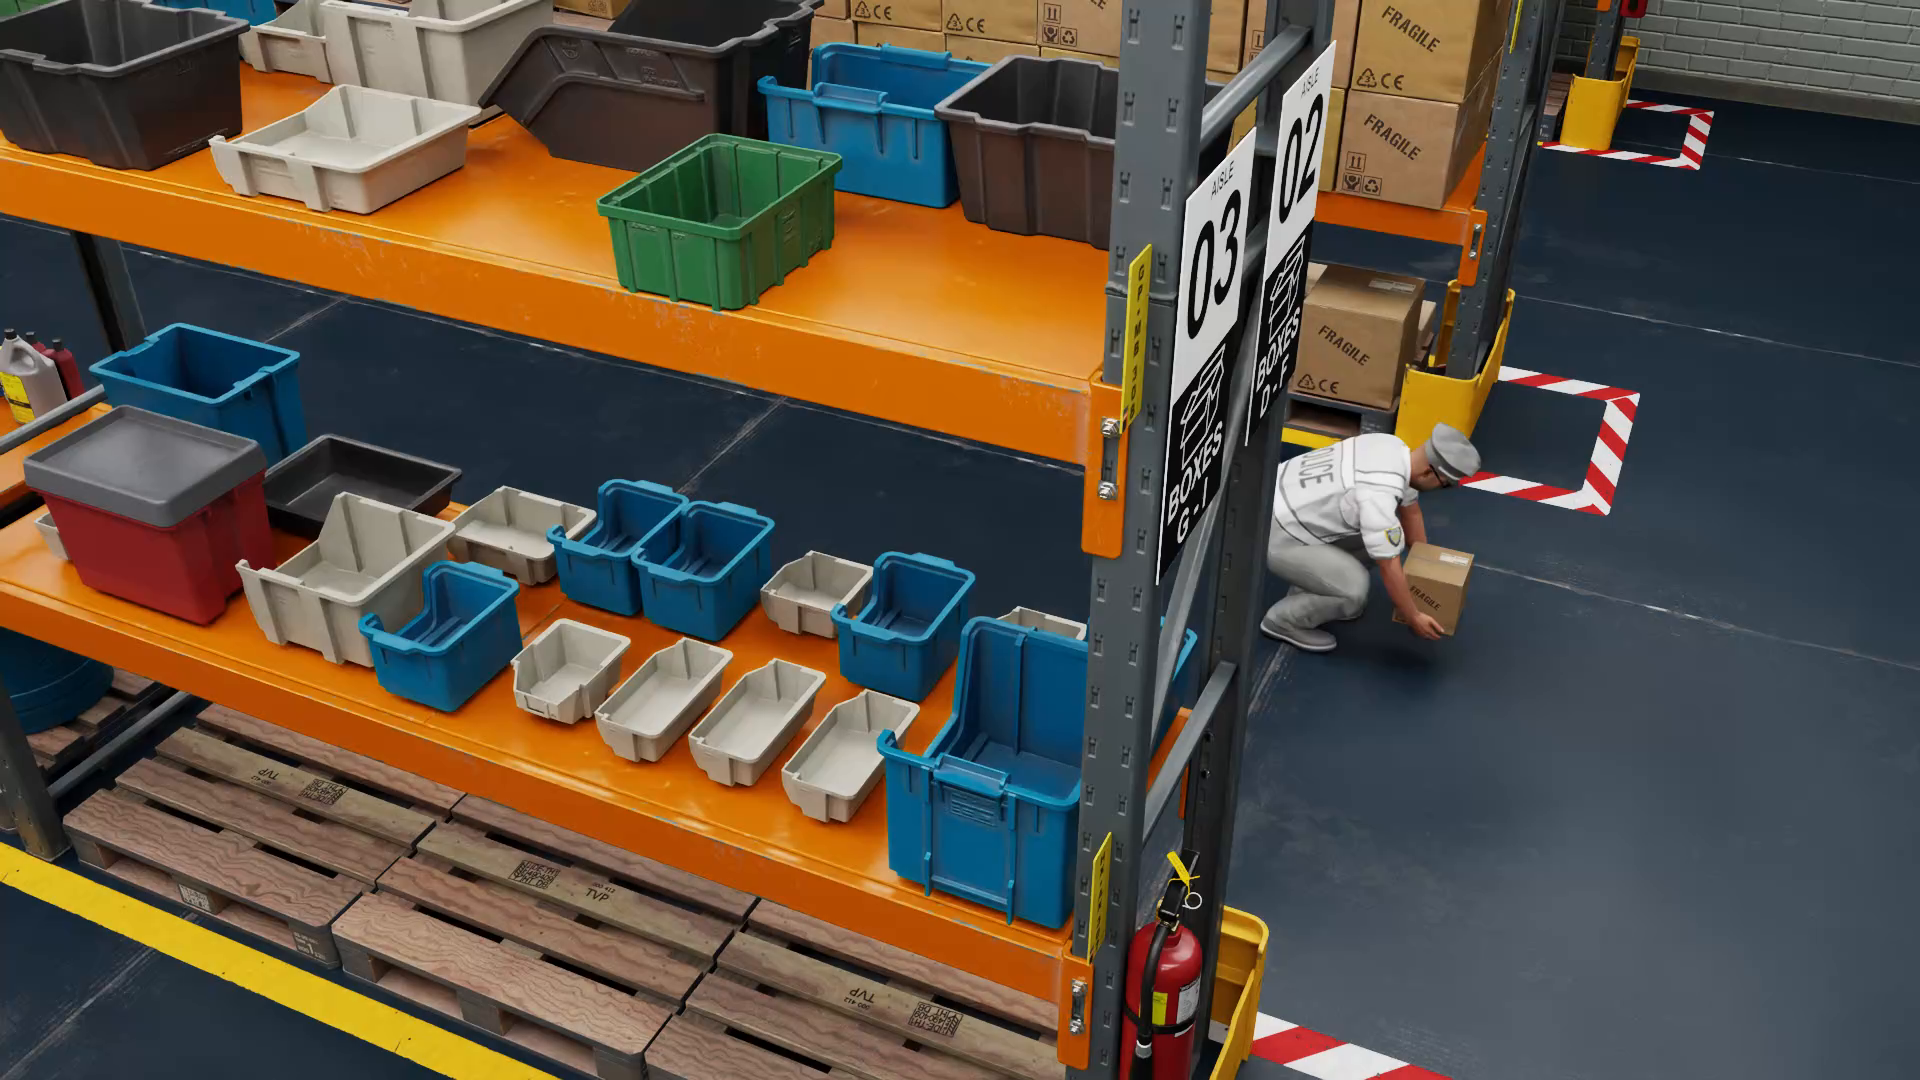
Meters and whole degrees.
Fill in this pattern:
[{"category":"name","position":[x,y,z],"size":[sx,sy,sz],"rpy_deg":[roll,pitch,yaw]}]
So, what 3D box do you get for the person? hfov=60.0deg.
[{"category":"person","position":[1.621,-0.051,6.883],"size":[0.911,1.020,0.565],"rpy_deg":[14,36,20]}]
